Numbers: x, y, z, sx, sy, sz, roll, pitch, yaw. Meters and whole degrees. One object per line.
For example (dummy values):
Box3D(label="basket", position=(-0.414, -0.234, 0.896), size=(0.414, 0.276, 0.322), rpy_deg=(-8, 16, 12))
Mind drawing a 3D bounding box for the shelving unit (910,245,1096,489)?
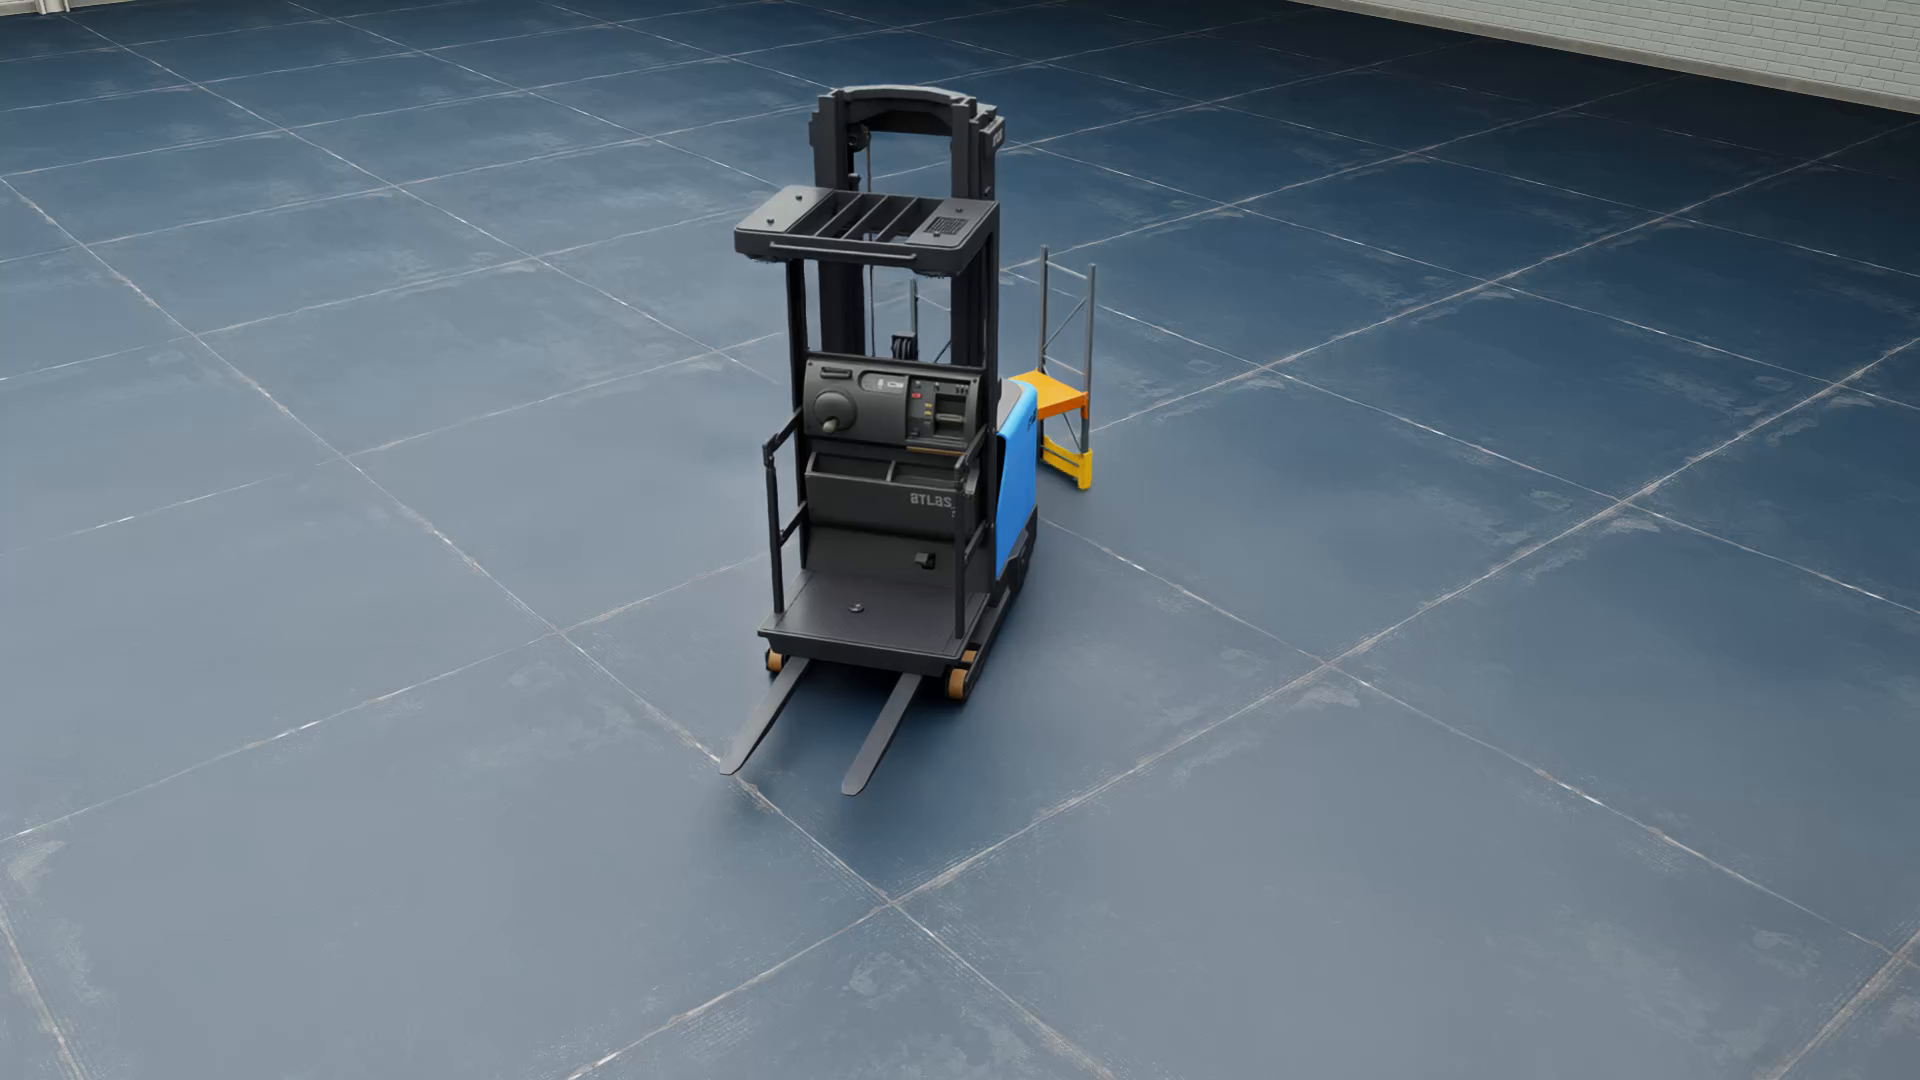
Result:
Box3D(label="shelving unit", position=(0.261, -0.975, 10.484), size=(1.083, 1.500, 0.587), rpy_deg=(-20, 34, -32))

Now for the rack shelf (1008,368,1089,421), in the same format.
Box3D(label="rack shelf", position=(0.268, -0.819, 10.574), size=(1.000, 0.185, 0.538), rpy_deg=(-20, 34, -32))

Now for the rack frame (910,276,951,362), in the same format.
Box3D(label="rack frame", position=(-0.138, -0.834, 10.219), size=(0.032, 1.500, 0.500), rpy_deg=(-20, 34, -32))

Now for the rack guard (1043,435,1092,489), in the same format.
Box3D(label="rack guard", position=(0.658, -0.565, 11.043), size=(0.087, 0.250, 0.587), rpy_deg=(-20, 34, -32))

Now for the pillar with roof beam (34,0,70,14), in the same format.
Box3D(label="pillar with roof beam", position=(-11.003, -10.473, 20.300), size=(0.400, 9.000, 9.100), rpy_deg=(-22, 35, -35))

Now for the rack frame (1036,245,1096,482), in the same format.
Box3D(label="rack frame", position=(0.674, -1.122, 10.759), size=(0.032, 1.500, 0.500), rpy_deg=(-20, 34, -32))

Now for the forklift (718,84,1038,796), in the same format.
Box3D(label="forklift", position=(-0.410, -0.659, 8.373), size=(1.130, 2.935, 3.031), rpy_deg=(7, 29, 13))
